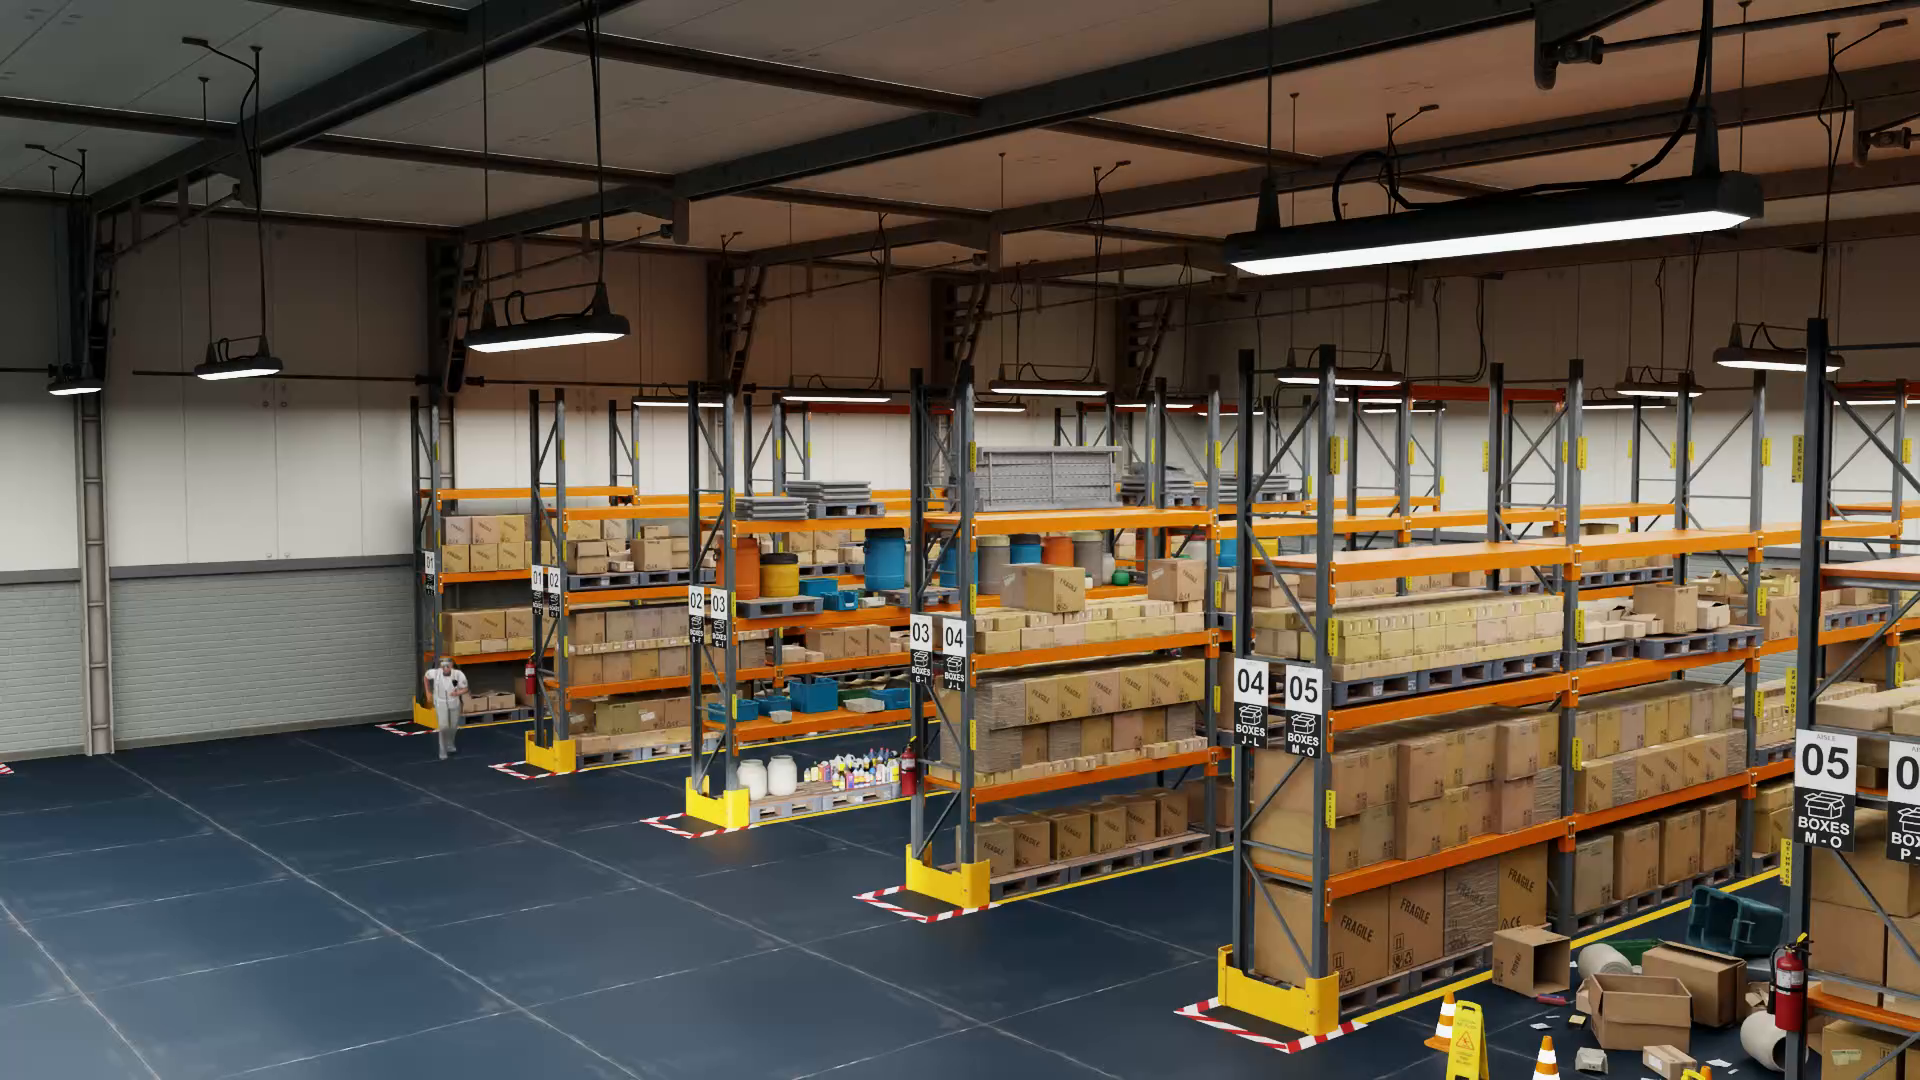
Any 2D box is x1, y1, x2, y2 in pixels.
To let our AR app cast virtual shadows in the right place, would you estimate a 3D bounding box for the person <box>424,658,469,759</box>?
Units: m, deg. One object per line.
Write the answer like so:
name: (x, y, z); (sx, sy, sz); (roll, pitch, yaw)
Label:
person: (-8.400, 2.760, 27.227); (0.694, 1.760, 0.945); (-1, 4, -18)
